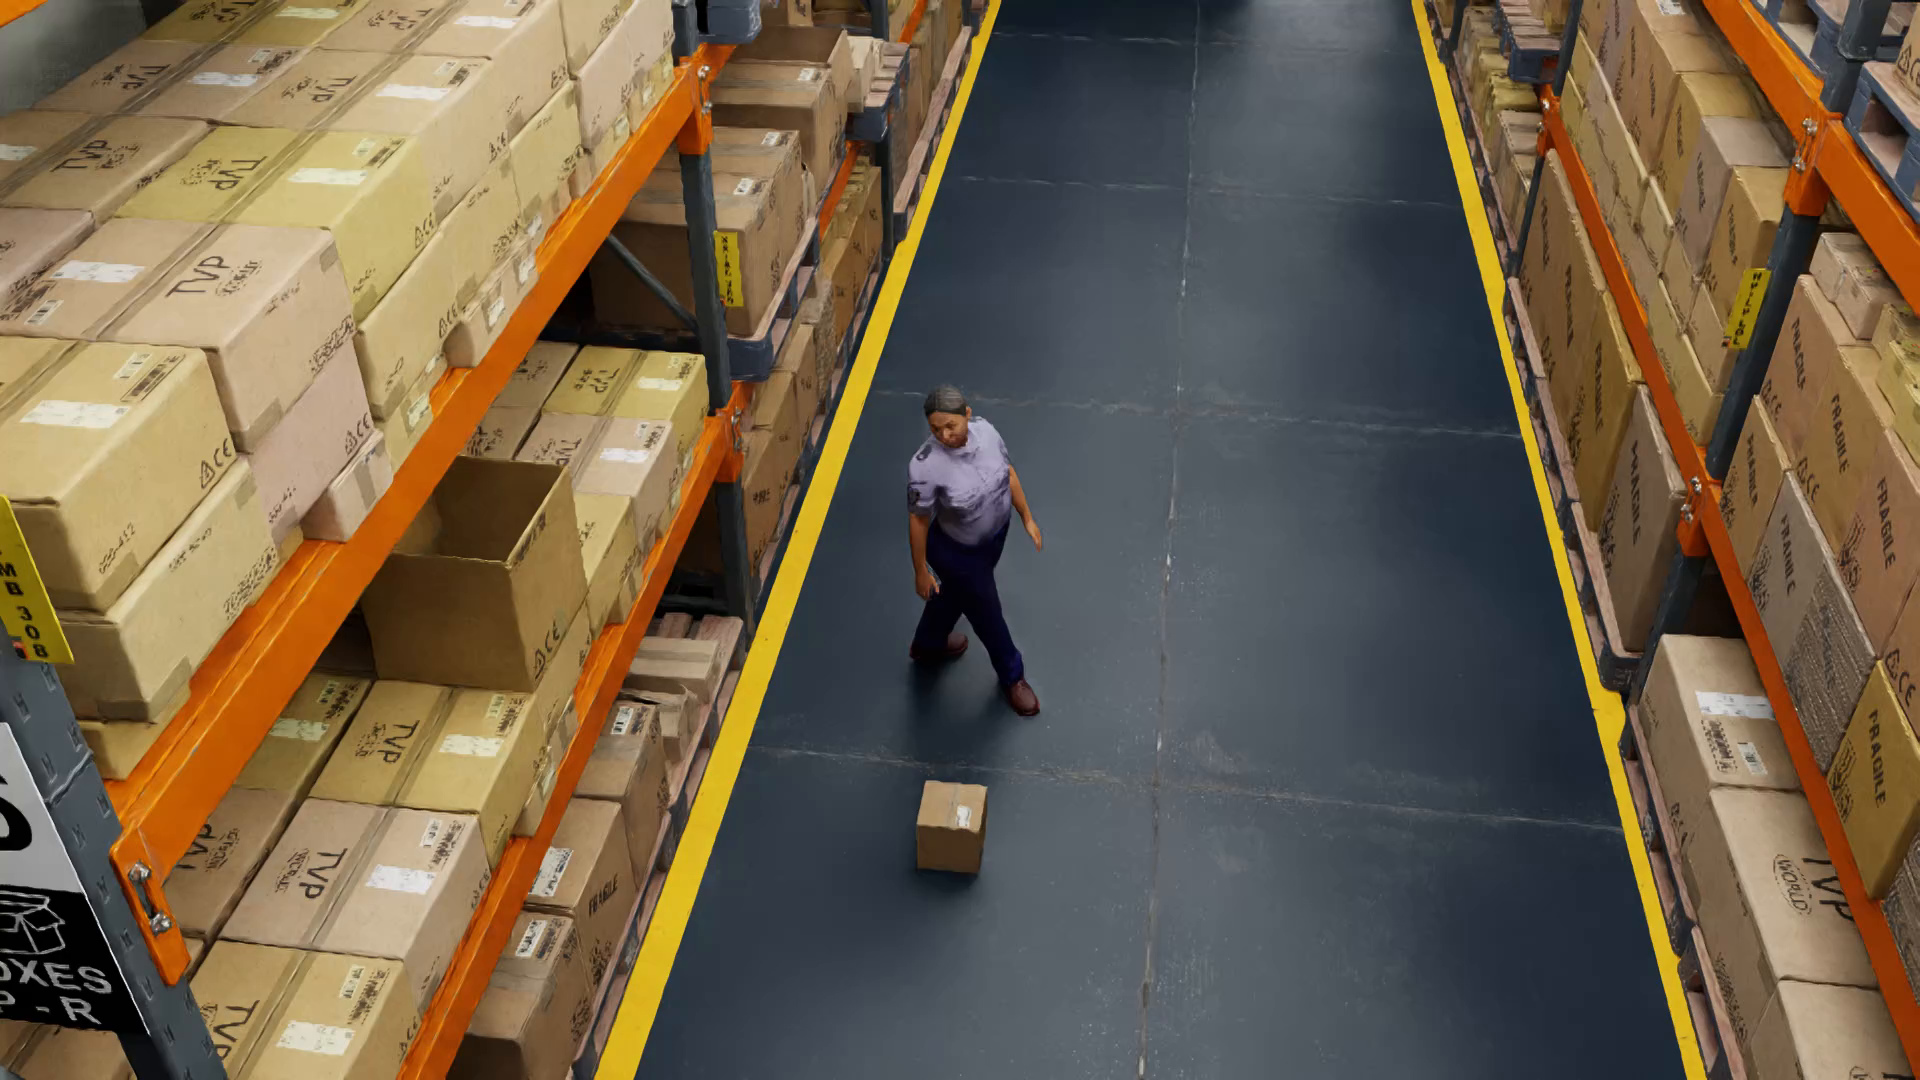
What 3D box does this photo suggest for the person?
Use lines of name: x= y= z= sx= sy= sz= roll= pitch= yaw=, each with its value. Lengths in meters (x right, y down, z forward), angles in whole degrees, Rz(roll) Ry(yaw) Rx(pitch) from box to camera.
person: x=0.049 y=0.026 z=7.045 sx=0.686 sy=1.617 sz=0.527 roll=18 pitch=40 yaw=23
